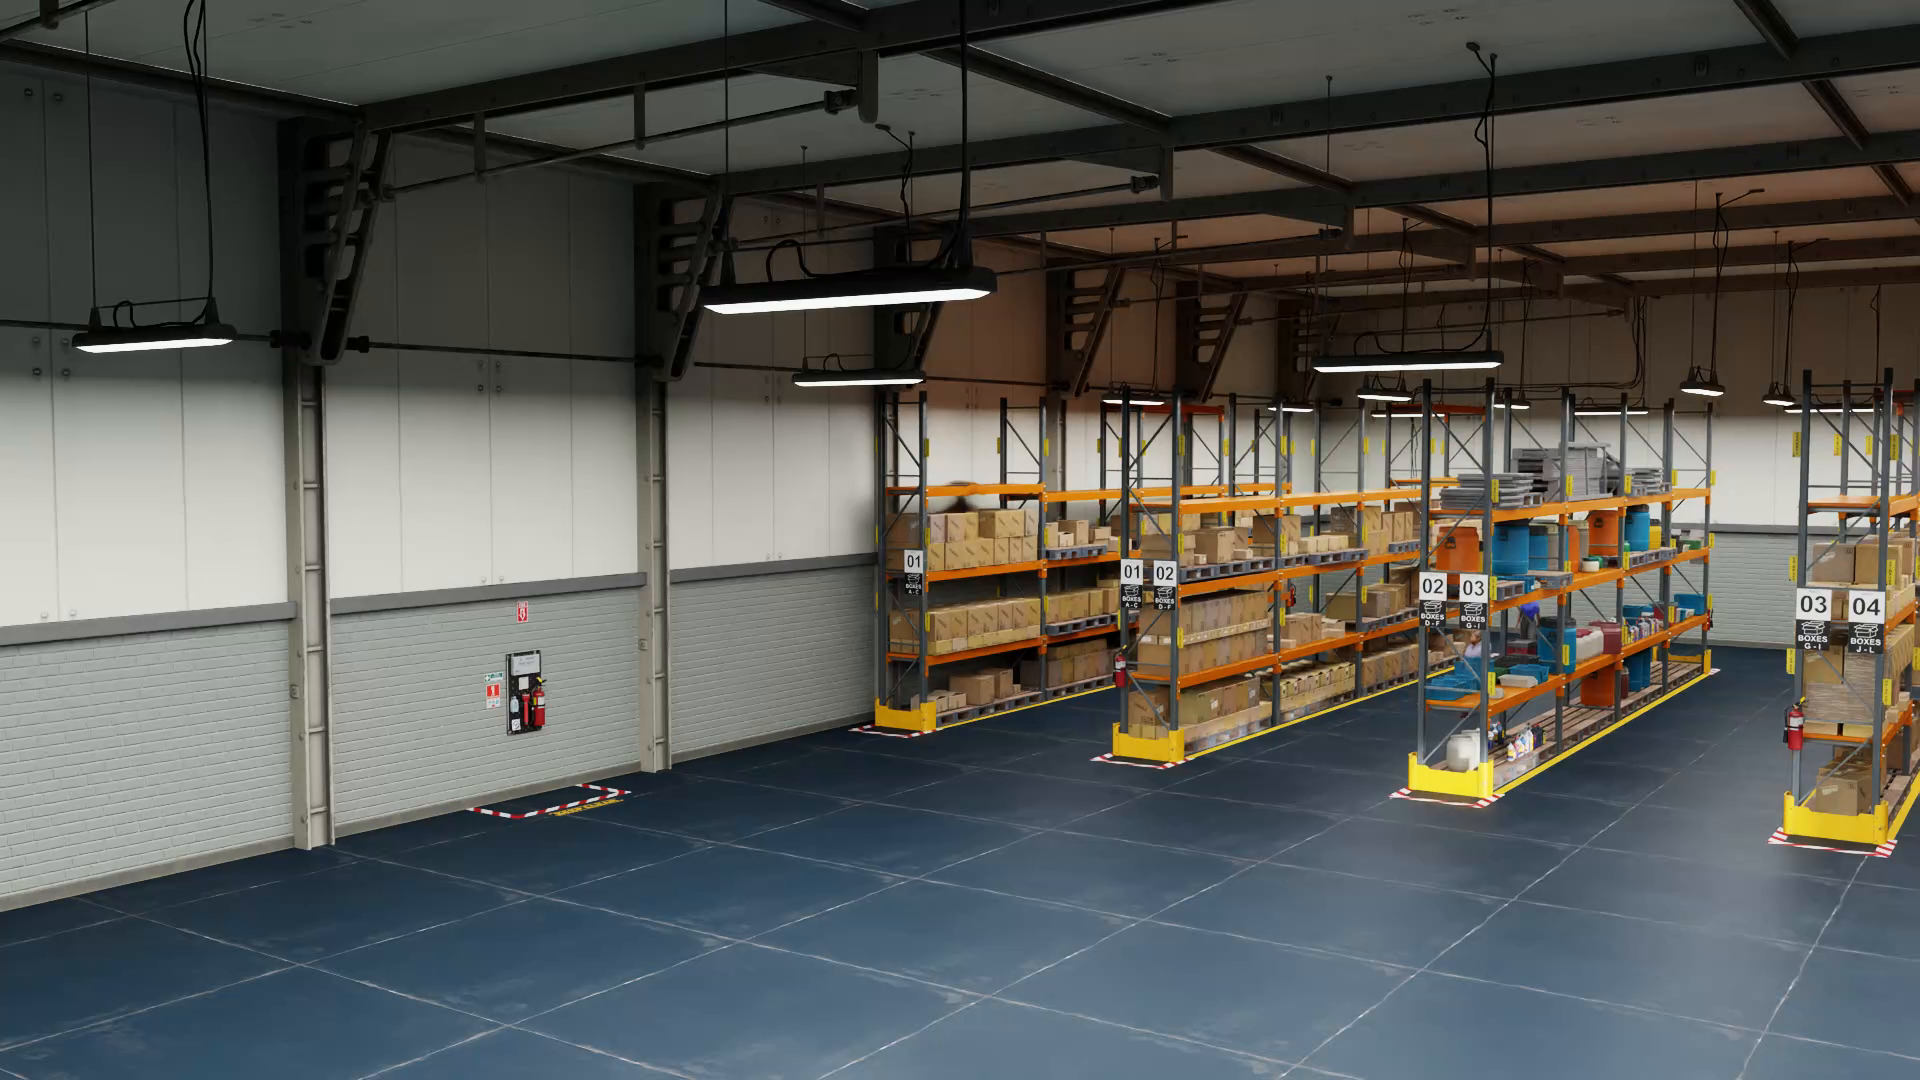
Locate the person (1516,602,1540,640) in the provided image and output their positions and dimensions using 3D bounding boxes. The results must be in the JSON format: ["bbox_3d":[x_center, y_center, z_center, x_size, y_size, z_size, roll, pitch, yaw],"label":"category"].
[{"bbox_3d":[13.483,2.002,39.442,0.513,1.598,0.959,2,4,28],"label":"person"}]

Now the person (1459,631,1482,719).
[{"bbox_3d":[9.561,2.533,30.829,0.450,1.507,0.976,2,4,34],"label":"person"}]
